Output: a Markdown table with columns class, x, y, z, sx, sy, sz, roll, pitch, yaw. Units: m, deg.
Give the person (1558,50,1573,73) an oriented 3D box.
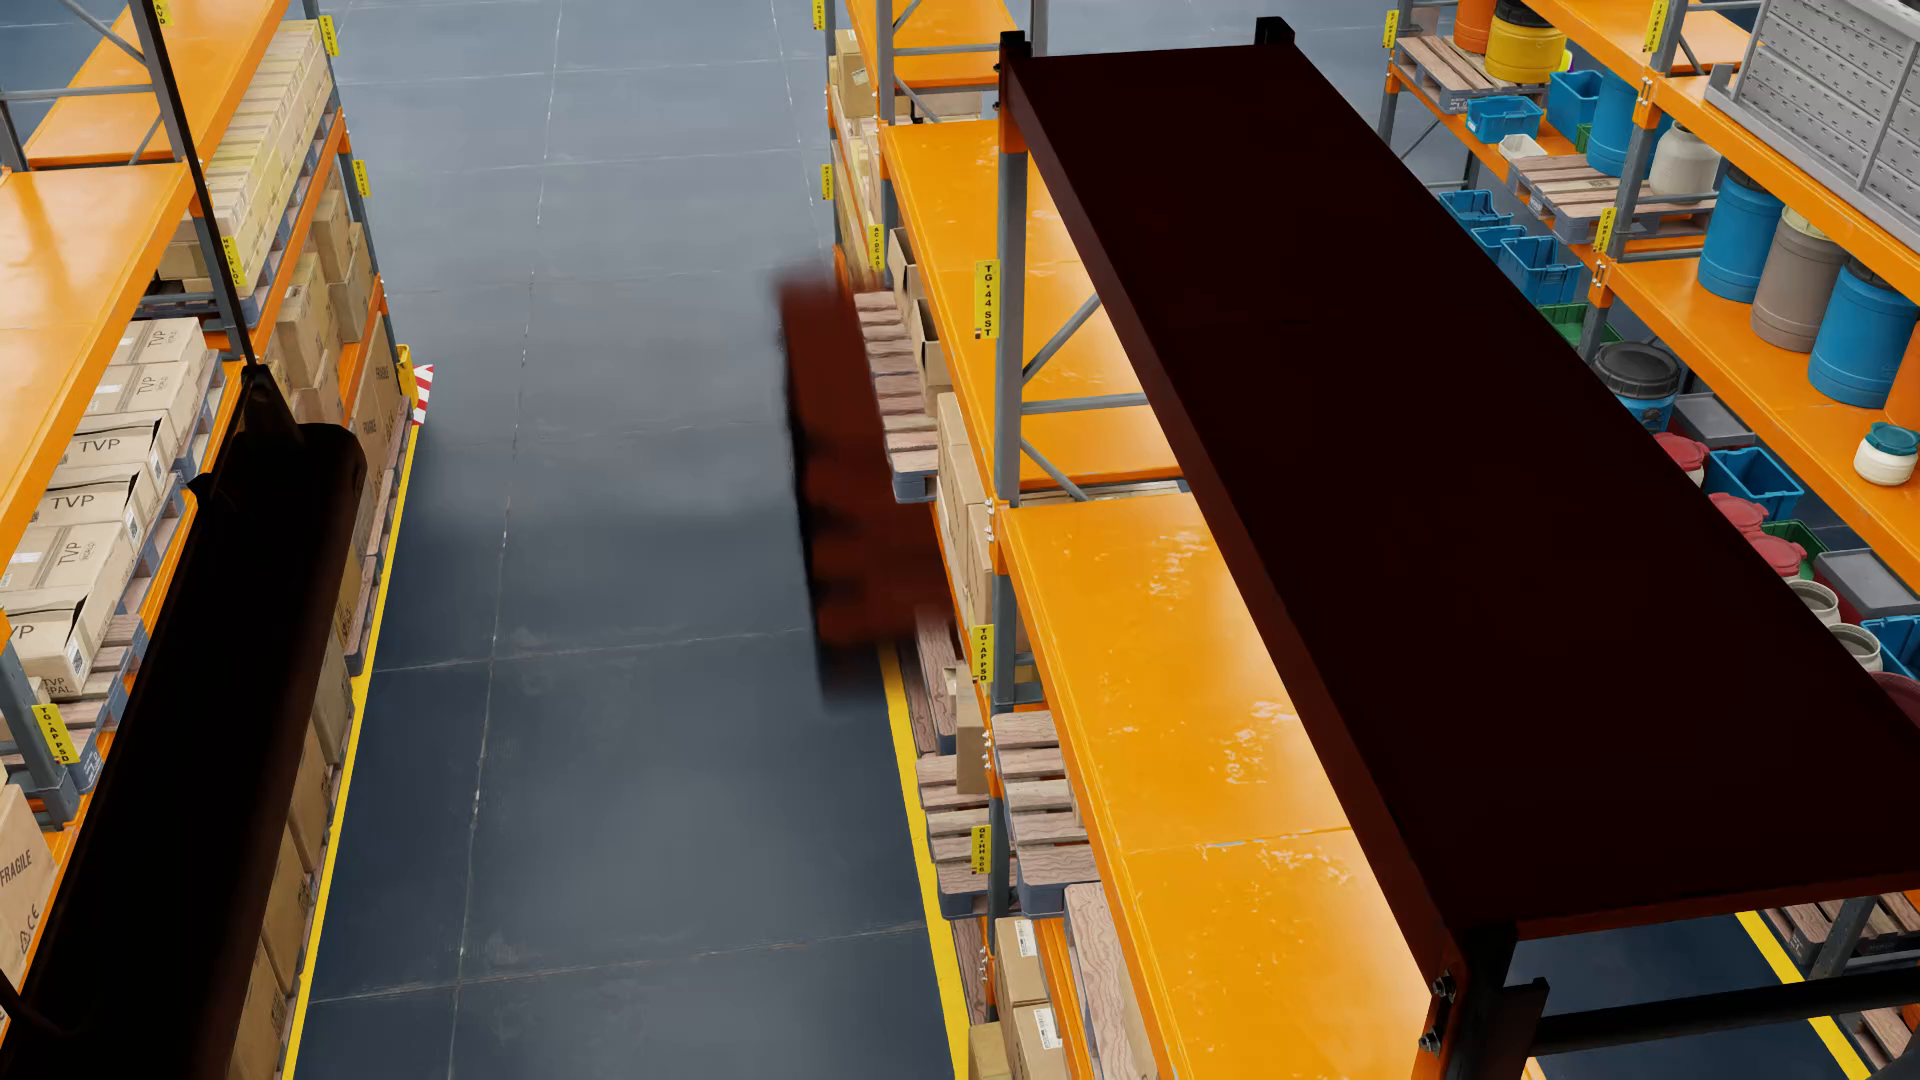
| class | x | y | z | sx | sy | sz | roll | pitch | yaw |
| --- | --- | --- | --- | --- | --- | --- | --- | --- | --- |
| person | 6.498 | -4.963 | 18.717 | 0.590 | 1.701 | 1.065 | -26 | 44 | -31 |
